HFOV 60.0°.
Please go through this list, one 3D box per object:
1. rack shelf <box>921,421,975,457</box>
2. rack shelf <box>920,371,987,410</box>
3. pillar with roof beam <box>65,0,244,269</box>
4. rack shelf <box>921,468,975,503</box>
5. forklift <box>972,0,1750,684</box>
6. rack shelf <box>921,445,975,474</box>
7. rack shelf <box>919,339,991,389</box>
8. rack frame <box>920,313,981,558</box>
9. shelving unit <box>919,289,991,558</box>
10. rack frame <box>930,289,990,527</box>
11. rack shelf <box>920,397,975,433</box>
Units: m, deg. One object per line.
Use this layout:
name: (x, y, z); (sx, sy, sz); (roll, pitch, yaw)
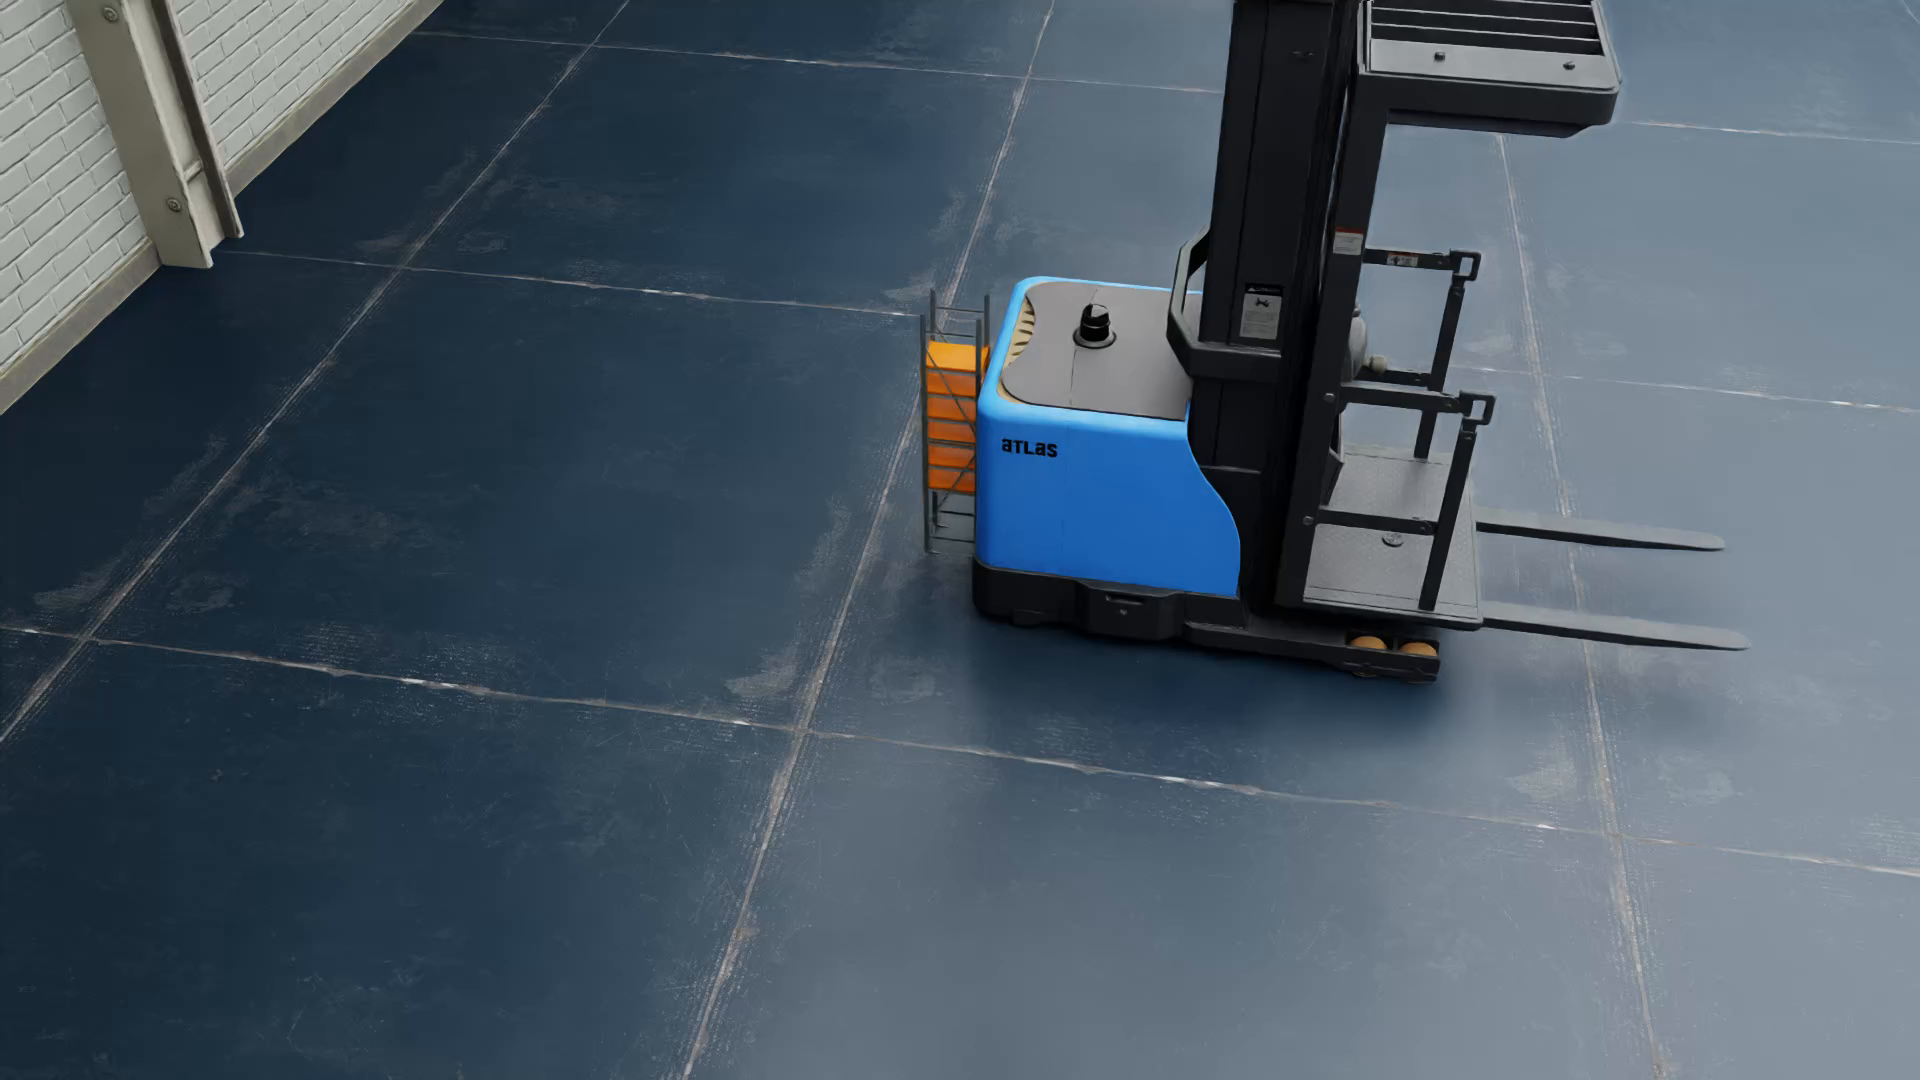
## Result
rack shelf: (-0.018, -0.422, 6.889); (0.258, 0.103, 0.180); (7, 40, 9)
rack shelf: (-0.018, -0.607, 6.736); (0.258, 0.103, 0.180); (7, 40, 9)
pillar with roof beam: (0.041, -4.607, 5.760); (9.100, 9.000, 0.400); (6, 40, 8)
rack shelf: (-0.018, -0.237, 7.042); (0.258, 0.103, 0.180); (7, 40, 9)
forklift: (1.618, -0.932, 6.078); (3.031, 2.935, 1.130); (7, 40, 8)
rack shelf: (-0.018, -0.330, 6.965); (0.258, 0.103, 0.180); (7, 40, 9)
rack shelf: (-0.018, -0.700, 6.660); (0.258, 0.103, 0.180); (7, 40, 9)
rack frame: (-0.036, -0.399, 6.791); (0.240, 1.200, 0.006); (7, 40, 9)
shelving unit: (-0.018, -0.457, 6.861); (0.258, 1.200, 0.189); (7, 40, 9)
rack frame: (0.000, -0.514, 6.930); (0.240, 1.200, 0.006); (7, 40, 9)
rack shelf: (-0.018, -0.515, 6.812); (0.258, 0.103, 0.180); (7, 40, 9)
